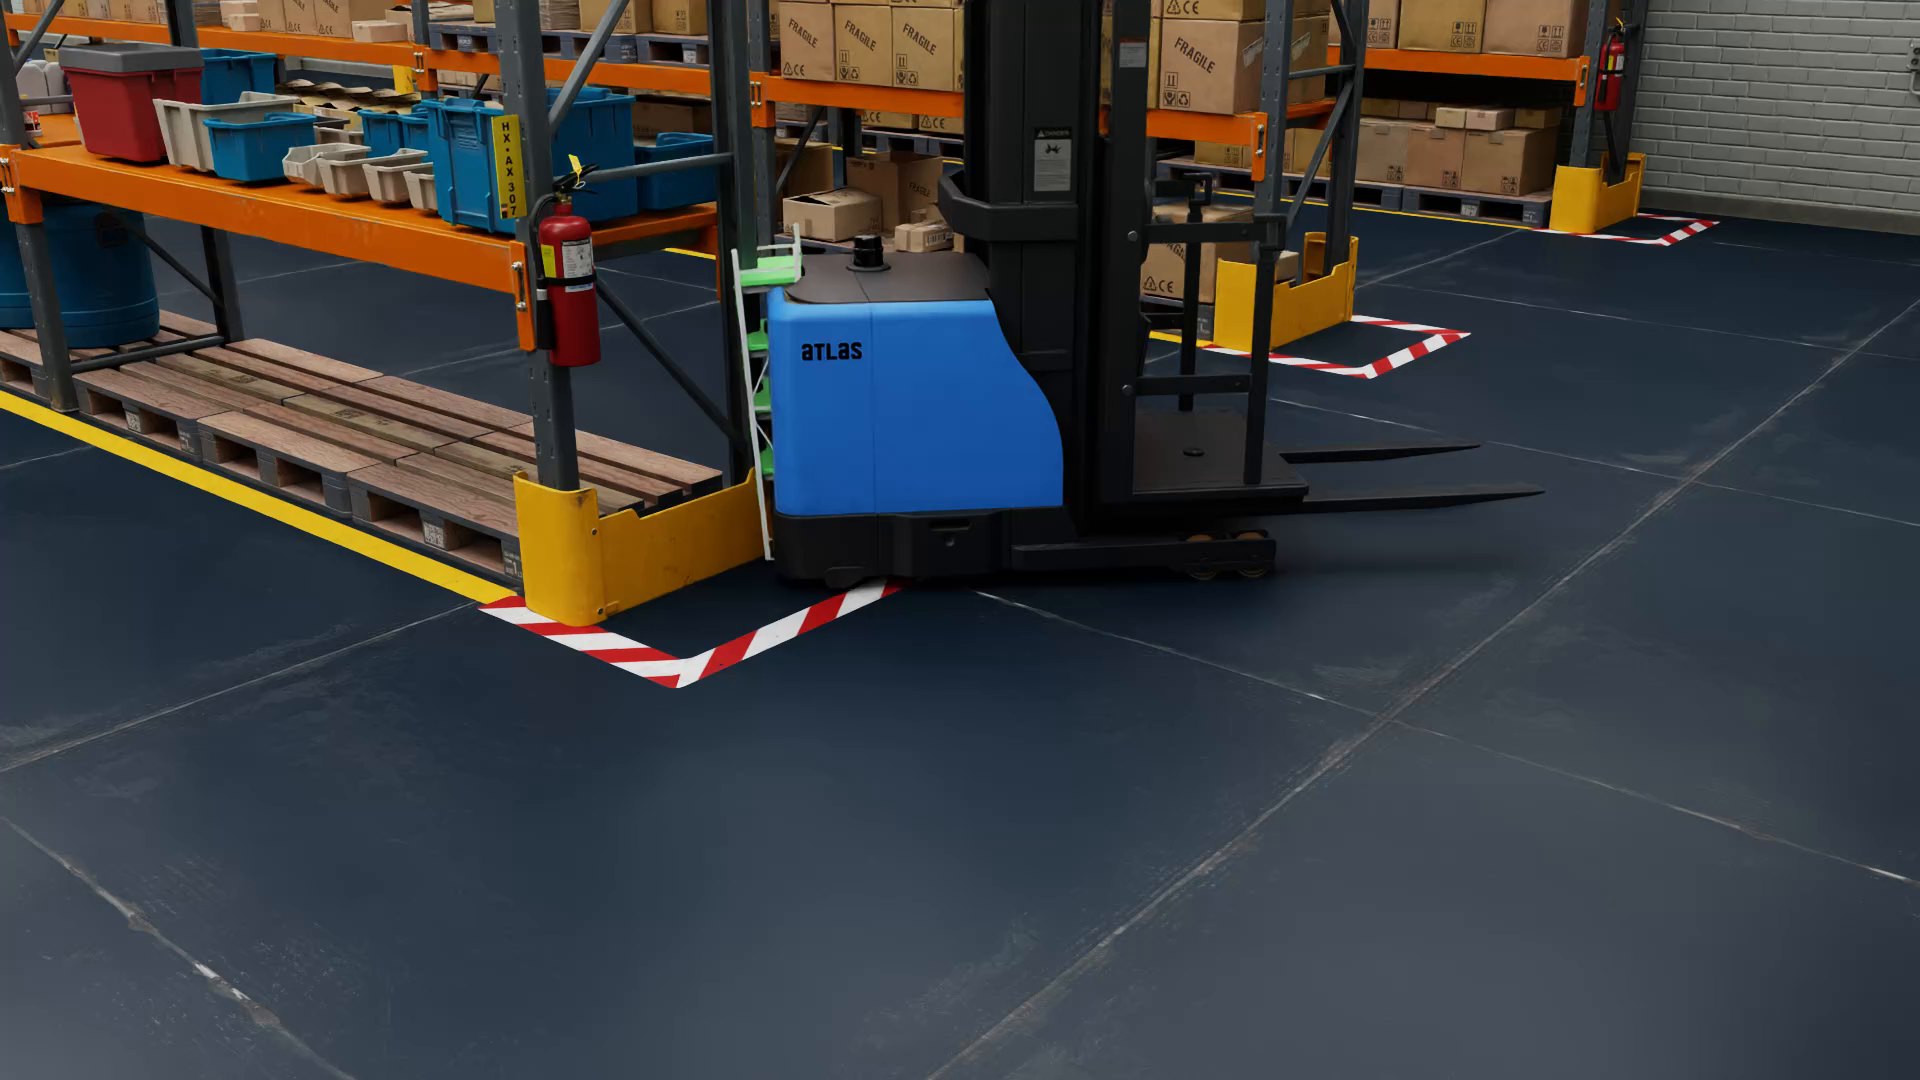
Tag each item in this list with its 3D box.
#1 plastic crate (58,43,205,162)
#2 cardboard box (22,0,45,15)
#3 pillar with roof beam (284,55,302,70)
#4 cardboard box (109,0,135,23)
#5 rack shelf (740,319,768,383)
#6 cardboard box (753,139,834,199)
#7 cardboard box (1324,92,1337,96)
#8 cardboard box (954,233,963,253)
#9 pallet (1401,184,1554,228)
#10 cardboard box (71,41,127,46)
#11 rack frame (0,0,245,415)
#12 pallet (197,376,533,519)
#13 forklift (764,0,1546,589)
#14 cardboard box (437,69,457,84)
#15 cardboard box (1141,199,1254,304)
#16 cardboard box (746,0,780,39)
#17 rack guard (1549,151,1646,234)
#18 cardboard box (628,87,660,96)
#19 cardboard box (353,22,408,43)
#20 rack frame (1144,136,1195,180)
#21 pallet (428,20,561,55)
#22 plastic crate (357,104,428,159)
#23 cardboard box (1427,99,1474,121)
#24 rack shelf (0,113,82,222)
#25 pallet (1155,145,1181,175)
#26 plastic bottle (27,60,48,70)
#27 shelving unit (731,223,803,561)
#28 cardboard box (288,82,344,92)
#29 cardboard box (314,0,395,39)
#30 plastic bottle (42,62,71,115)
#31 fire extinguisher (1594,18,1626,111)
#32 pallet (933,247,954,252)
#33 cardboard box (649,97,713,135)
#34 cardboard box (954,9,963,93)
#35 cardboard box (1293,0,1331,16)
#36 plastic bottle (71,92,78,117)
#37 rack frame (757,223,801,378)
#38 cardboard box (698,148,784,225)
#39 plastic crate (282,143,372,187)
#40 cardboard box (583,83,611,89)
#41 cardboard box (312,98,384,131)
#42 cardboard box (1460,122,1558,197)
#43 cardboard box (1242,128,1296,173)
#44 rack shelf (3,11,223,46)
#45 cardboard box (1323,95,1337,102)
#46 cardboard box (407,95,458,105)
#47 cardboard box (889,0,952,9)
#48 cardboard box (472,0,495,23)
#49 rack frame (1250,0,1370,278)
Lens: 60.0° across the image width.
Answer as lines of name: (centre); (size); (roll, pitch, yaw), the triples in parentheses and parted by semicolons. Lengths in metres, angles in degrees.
plastic crate: (-3.692, -1.970, 7.466); (0.583, 0.464, 0.402); (16, 26, 36)
cardboard box: (-10.033, -6.149, 18.582); (0.500, 0.500, 0.700); (16, 26, 36)
pillar with roof beam: (-13.538, -10.614, 22.062); (0.400, 9.000, 9.100); (16, 26, 36)
cardboard box: (-8.434, -5.691, 17.366); (0.500, 0.500, 0.700); (17, 26, 37)
rack shelf: (-0.700, -0.743, 6.384); (0.258, 0.148, 0.480); (-5, 20, -3)
cardboard box: (-1.311, -2.744, 12.612); (0.500, 0.500, 0.500); (15, 25, 34)
cardboard box: (3.376, -3.878, 14.729); (0.250, 0.149, 0.380); (16, 26, 37)
cardboard box: (0.369, -2.153, 11.041); (0.637, 0.503, 0.797); (16, 26, 36)
pallet: (4.469, -2.848, 13.921); (1.213, 0.211, 1.003); (16, 26, 36)
cardboard box: (-9.783, -5.433, 19.063); (0.500, 0.500, 0.500); (16, 26, 36)
rack frame: (-4.225, -2.180, 8.197); (0.127, 3.000, 1.000); (16, 26, 36)
pallet: (-2.681, -0.450, 7.561); (1.213, 0.211, 1.003); (16, 26, 36)
forklift: (0.764, -1.405, 6.241); (3.031, 2.935, 1.130); (-3, 21, -7)
cardboard box: (-6.778, -6.334, 22.401); (0.500, 0.311, 0.500); (13, 24, 30)
cardboard box: (1.432, -1.731, 9.926); (0.500, 0.500, 0.500); (16, 26, 36)
cardboard box: (-1.315, -3.943, 12.137); (0.500, 0.500, 0.700); (7, 22, 18)
rack guard: (5.157, -2.821, 13.439); (0.348, 0.500, 1.175); (16, 26, 36)
cardboard box: (-3.578, -5.549, 20.052); (0.500, 0.500, 0.700); (17, 27, 38)
cardboard box: (-5.060, -4.433, 14.529); (0.250, 0.149, 0.380); (16, 26, 36)
rack frame: (2.039, -4.888, 15.379); (0.127, 3.000, 1.000); (16, 26, 36)
pallet: (-3.619, -4.204, 13.836); (1.003, 0.211, 1.213); (16, 26, 36)
plastic crate: (-2.362, -1.743, 7.191); (0.300, 0.233, 0.416); (16, 26, 36)
cardboard box: (4.170, -3.650, 14.125); (0.250, 0.149, 0.380); (16, 26, 37)
rack shelf: (-5.774, -2.289, 9.508); (4.000, 0.370, 1.077); (16, 26, 36)
pallet: (1.394, -3.735, 16.273); (1.213, 0.211, 1.003); (16, 26, 36)
plastic bottle: (-5.240, -2.587, 9.454); (0.135, 0.276, 0.152); (16, 26, 36)
shelving unit: (-0.689, -0.578, 6.444); (0.258, 1.200, 0.503); (-5, 20, -3)
cardboard box: (-6.386, -4.364, 16.496); (0.500, 0.311, 0.500); (17, 26, 38)
cardboard box: (-5.499, -4.842, 15.116); (0.500, 0.500, 0.500); (14, 25, 33)
plastic bottle: (-5.060, -2.536, 9.317); (0.135, 0.276, 0.152); (16, 26, 36)
fire extinguisher: (4.963, -3.625, 12.668); (0.183, 0.674, 0.296); (16, 26, 36)
pallet: (0.391, -1.803, 11.149); (1.213, 0.211, 1.003); (16, 26, 36)
cardboard box: (-2.085, -3.318, 13.071); (0.500, 0.250, 0.500); (16, 26, 36)
cardboard box: (0.312, -3.053, 10.371); (0.500, 0.500, 0.500); (16, 26, 36)
cardboard box: (1.832, -3.326, 9.679); (0.500, 0.500, 0.500); (17, 27, 38)
plastic bottle: (-4.690, -2.338, 8.898); (0.097, 0.201, 0.097); (0, 21, 0)
rack frame: (-0.710, -0.660, 6.673); (0.240, 1.200, 0.015); (-5, 20, -3)
cardboard box: (-1.653, -2.601, 12.234); (0.500, 0.500, 0.500); (16, 26, 36)
plastic crate: (-2.560, -1.510, 6.709); (0.250, 0.136, 0.298); (16, 26, 36)
cardboard box: (-4.592, -5.664, 20.829); (0.250, 0.166, 0.380); (12, 24, 29)
cardboard box: (-5.546, -3.875, 15.199); (0.500, 0.311, 0.500); (16, 26, 36)
cardboard box: (4.533, -3.151, 13.721); (0.500, 0.500, 0.700); (16, 26, 36)
cardboard box: (2.941, -3.607, 14.930); (0.500, 0.500, 0.700); (16, 26, 36)
rack shelf: (-8.837, -5.427, 17.829); (4.000, 0.370, 1.077); (16, 26, 36)
cardboard box: (3.108, -3.781, 14.471); (0.250, 0.149, 0.380); (15, 25, 35)
cardboard box: (-4.821, -3.910, 15.292); (0.500, 0.311, 0.500); (15, 26, 35)
cardboard box: (-0.105, -3.636, 10.500); (0.500, 0.500, 0.500); (15, 25, 35)
cardboard box: (-3.630, -4.559, 13.770); (0.500, 0.500, 0.700); (7, 22, 18)
rack frame: (2.009, -2.641, 9.419); (0.127, 3.000, 1.000); (16, 26, 36)
